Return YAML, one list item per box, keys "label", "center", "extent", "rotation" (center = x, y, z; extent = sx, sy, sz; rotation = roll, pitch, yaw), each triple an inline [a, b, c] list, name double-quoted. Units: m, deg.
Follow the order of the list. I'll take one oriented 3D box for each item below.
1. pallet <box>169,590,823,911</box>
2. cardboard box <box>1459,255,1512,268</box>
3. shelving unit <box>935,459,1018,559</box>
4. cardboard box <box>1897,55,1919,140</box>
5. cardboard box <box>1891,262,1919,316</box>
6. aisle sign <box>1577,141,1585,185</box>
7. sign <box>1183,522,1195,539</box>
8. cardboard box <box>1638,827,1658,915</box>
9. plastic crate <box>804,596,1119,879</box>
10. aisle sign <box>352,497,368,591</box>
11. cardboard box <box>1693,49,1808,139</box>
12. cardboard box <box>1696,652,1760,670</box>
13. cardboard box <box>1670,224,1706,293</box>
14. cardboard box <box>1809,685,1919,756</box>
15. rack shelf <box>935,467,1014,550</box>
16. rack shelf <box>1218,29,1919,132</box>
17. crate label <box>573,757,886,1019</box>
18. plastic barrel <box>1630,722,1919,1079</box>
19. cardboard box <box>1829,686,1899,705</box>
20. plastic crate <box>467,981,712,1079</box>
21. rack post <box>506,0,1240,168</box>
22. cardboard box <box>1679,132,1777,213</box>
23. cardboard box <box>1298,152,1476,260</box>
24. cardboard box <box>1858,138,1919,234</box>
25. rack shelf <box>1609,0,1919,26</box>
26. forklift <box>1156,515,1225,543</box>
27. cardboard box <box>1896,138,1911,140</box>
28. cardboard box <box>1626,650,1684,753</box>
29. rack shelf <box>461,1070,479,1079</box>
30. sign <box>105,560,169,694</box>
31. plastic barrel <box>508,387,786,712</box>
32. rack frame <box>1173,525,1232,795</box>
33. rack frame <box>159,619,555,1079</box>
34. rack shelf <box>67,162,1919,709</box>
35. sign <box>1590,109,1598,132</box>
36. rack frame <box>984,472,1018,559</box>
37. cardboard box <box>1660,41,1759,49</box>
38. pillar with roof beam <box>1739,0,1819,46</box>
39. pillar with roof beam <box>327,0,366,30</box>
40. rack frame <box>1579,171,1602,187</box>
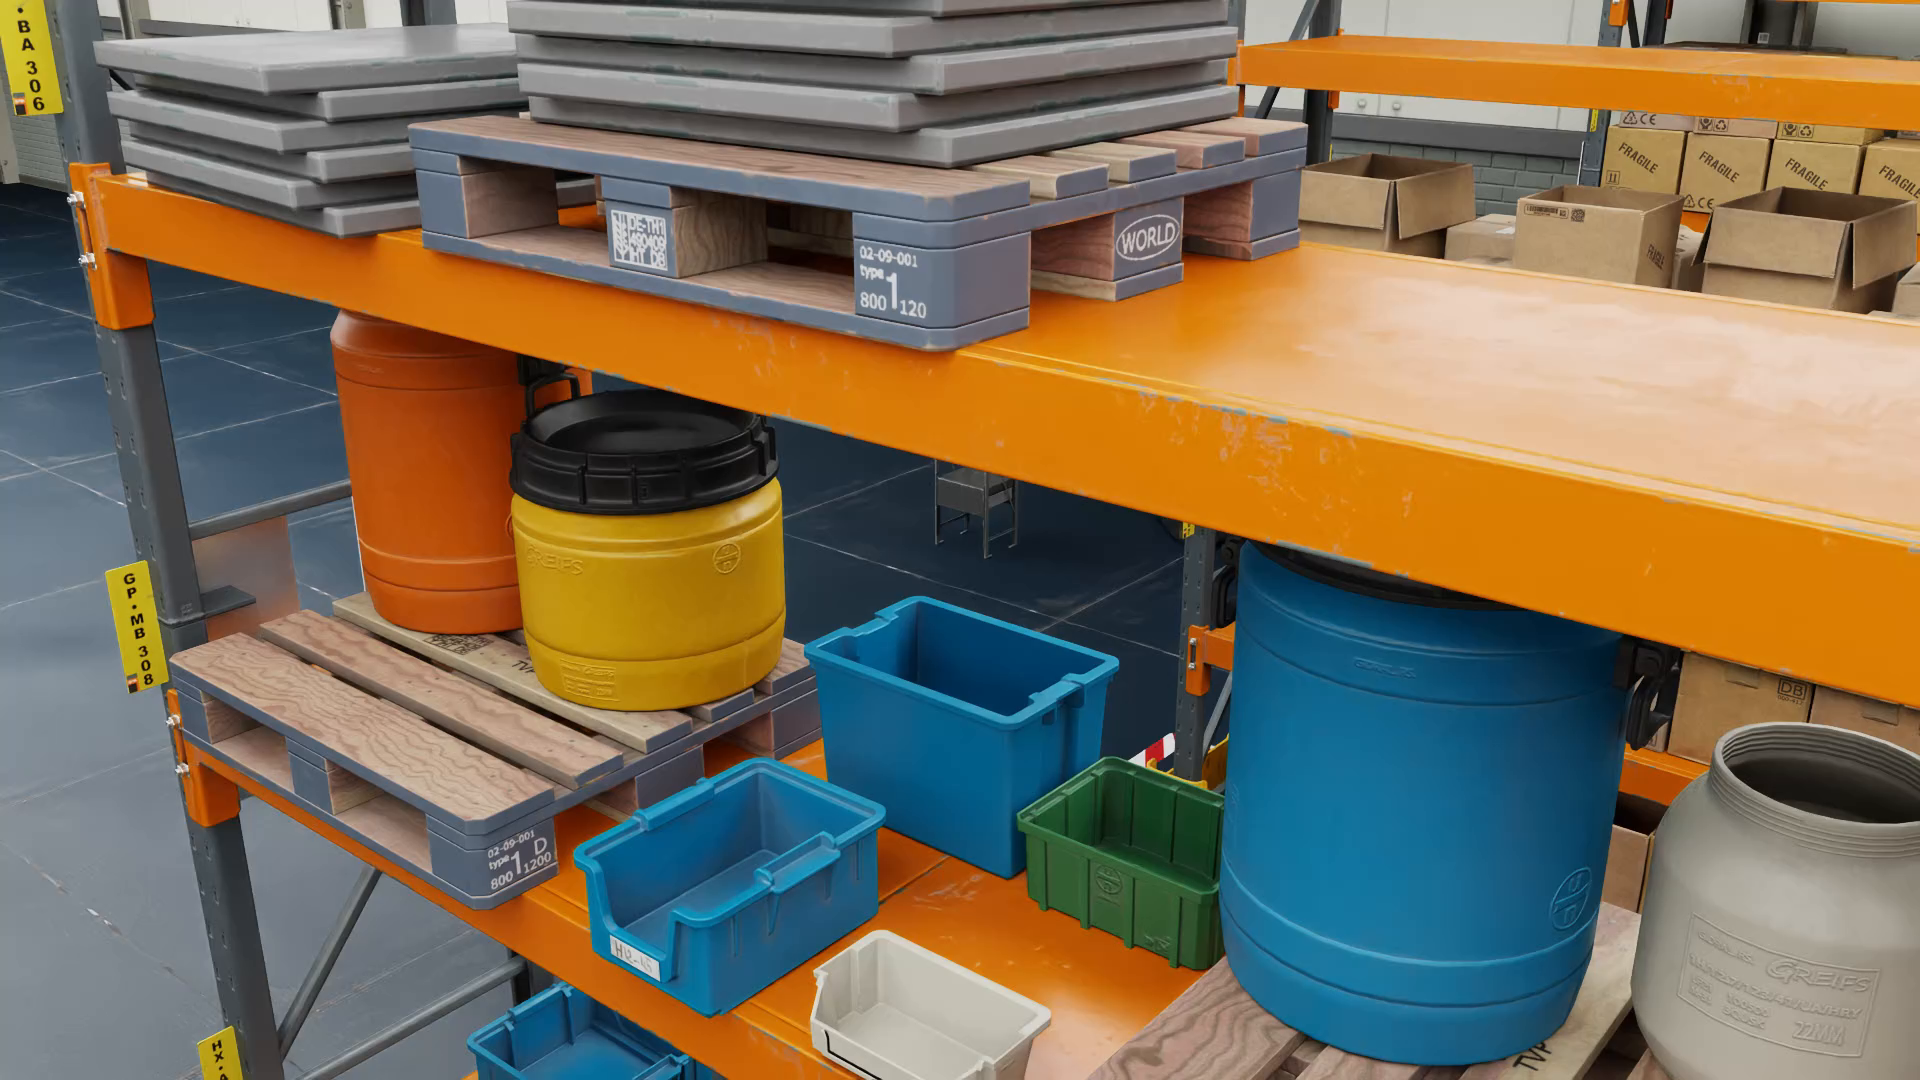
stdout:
- label: "pallet"
  center: [-1.089, 0.369, 3.954]
  extent: [1.213, 0.211, 1.003]
  rotation: [16, 26, 36]
- label: "cardboard box"
  center: [2.267, -1.117, 7.191]
  extent: [0.250, 0.149, 0.380]
  rotation: [16, 26, 36]
- label: "shelving unit"
  center: [0.128, -0.946, 12.700]
  extent: [0.503, 2.100, 0.431]
  rotation: [16, 26, 36]
- label: "cardboard box"
  center: [6.278, -2.789, 10.474]
  extent: [0.500, 0.500, 0.500]
  rotation: [16, 26, 36]
- label: "cardboard box"
  center: [3.924, -0.916, 6.428]
  extent: [0.500, 0.311, 0.500]
  rotation: [14, 25, 33]
- label: "aisle sign"
  center: [4.351, -2.385, 11.558]
  extent: [0.004, 0.787, 0.394]
  rotation: [16, 26, 36]
- label: "sign"
  center: [1.111, -0.172, 8.033]
  extent: [0.005, 0.325, 0.100]
  rotation: [16, 26, 36]
- label: "cardboard box"
  center: [3.299, 1.483, 7.224]
  extent: [0.500, 0.500, 0.500]
  rotation: [16, 26, 36]
- label: "plastic crate"
  center: [0.000, 0.420, 3.574]
  extent: [0.575, 0.384, 0.392]
  rotation: [16, 26, 36]
- label: "aisle sign"
  center: [-1.536, 0.160, 4.809]
  extent: [0.004, 0.787, 0.394]
  rotation: [16, 26, 36]
- label: "cardboard box"
  center: [5.098, -2.884, 10.728]
  extent: [0.500, 0.500, 0.500]
  rotation: [16, 26, 36]
- label: "cardboard box"
  center: [3.237, 0.376, 6.858]
  extent: [0.250, 0.149, 0.380]
  rotation: [17, 27, 38]
- label: "cardboard box"
  center: [2.957, -1.195, 7.167]
  extent: [0.500, 0.311, 0.500]
  rotation: [-19, 28, -40]
- label: "cardboard box"
  center: [3.805, 0.752, 6.780]
  extent: [0.500, 0.500, 0.700]
  rotation: [16, 26, 36]
- label: "rack shelf"
  center: [0.128, -0.278, 12.952]
  extent: [0.480, 0.518, 0.431]
  rotation: [16, 26, 36]
- label: "rack shelf"
  center: [3.016, -1.717, 6.554]
  extent: [4.000, 0.370, 1.077]
  rotation: [16, 26, 36]
- label: "crate label"
  center: [-0.427, 0.647, 3.160]
  extent: [0.408, 0.251, 0.502]
  rotation: [16, 26, 36]
- label: "plastic barrel"
  center: [1.222, 0.564, 2.418]
  extent: [0.421, 0.512, 0.421]
  rotation: [0, 21, 0]
- label: "cardboard box"
  center: [3.621, 0.488, 6.561]
  extent: [0.250, 0.149, 0.380]
  rotation: [16, 26, 36]
- label: "plastic crate"
  center: [-1.091, 1.573, 4.957]
  extent: [0.616, 0.251, 0.499]
  rotation: [16, 26, 36]
- label: "rack post"
  center: [-0.147, -0.875, 2.841]
  extent: [0.954, 0.300, 0.937]
  rotation: [15, 26, 35]
- label: "cardboard box"
  center: [5.091, -2.422, 10.919]
  extent: [0.500, 0.500, 0.500]
  rotation: [18, 27, 40]
- label: "cardboard box"
  center: [1.910, -1.464, 7.609]
  extent: [0.637, 0.503, 0.797]
  rotation: [18, 27, 40]
- label: "cardboard box"
  center: [5.924, -2.194, 10.313]
  extent: [0.500, 0.500, 0.500]
  rotation: [18, 27, 39]
- label: "rack shelf"
  center: [6.146, -3.258, 10.078]
  extent: [4.000, 0.370, 1.077]
  rotation: [16, 26, 36]
- label: "forklift"
  center: [3.106, -1.551, 13.128]
  extent: [3.031, 2.935, 1.130]
  rotation: [-3, 21, -9]
- label: "cardboard box"
  center: [6.289, -2.324, 10.660]
  extent: [0.500, 0.500, 0.500]
  rotation: [18, 27, 40]
- label: "cardboard box"
  center: [3.022, 0.526, 7.382]
  extent: [0.500, 0.500, 0.700]
  rotation: [17, 27, 38]
- label: "rack shelf"
  center: [-0.118, 2.256, 3.954]
  extent: [4.000, 0.370, 1.077]
  rotation: [16, 26, 36]
- label: "sign"
  center: [-2.019, 0.215, 4.083]
  extent: [0.005, 0.325, 0.100]
  rotation: [16, 26, 36]
- label: "plastic barrel"
  center: [-0.704, 0.005, 3.791]
  extent: [0.600, 0.588, 0.600]
  rotation: [0, 21, 0]
- label: "rack frame"
  center: [1.467, 0.120, 8.599]
  extent: [0.127, 3.000, 1.000]
  rotation: [16, 26, 36]
- label: "rack frame"
  center: [-1.668, 1.473, 5.010]
  extent: [0.127, 3.000, 1.000]
  rotation: [16, 26, 36]
- label: "rack shelf"
  center: [-0.118, -0.364, 2.966]
  extent: [4.000, 0.370, 1.077]
  rotation: [16, 26, 36]
- label: "sign"
  center: [4.253, -2.899, 11.115]
  extent: [0.005, 0.325, 0.100]
  rotation: [16, 26, 36]
- label: "rack frame"
  center: [0.317, -0.891, 12.555]
  extent: [0.015, 2.100, 0.400]
  rotation: [16, 26, 36]
- label: "cardboard box"
  center: [5.096, -3.138, 11.399]
  extent: [0.500, 0.500, 0.500]
  rotation: [18, 27, 39]
- label: "pillar with roof beam"
  center: [2.964, -2.945, 8.226]
  extent: [0.400, 9.000, 9.100]
  rotation: [16, 26, 36]
- label: "pillar with roof beam"
  center: [-10.982, -6.961, 18.875]
  extent: [0.400, 9.000, 9.100]
  rotation: [16, 26, 36]
- label: "rack frame"
  center: [4.596, -1.235, 12.192]
  extent: [0.127, 3.000, 1.000]
  rotation: [16, 26, 36]
